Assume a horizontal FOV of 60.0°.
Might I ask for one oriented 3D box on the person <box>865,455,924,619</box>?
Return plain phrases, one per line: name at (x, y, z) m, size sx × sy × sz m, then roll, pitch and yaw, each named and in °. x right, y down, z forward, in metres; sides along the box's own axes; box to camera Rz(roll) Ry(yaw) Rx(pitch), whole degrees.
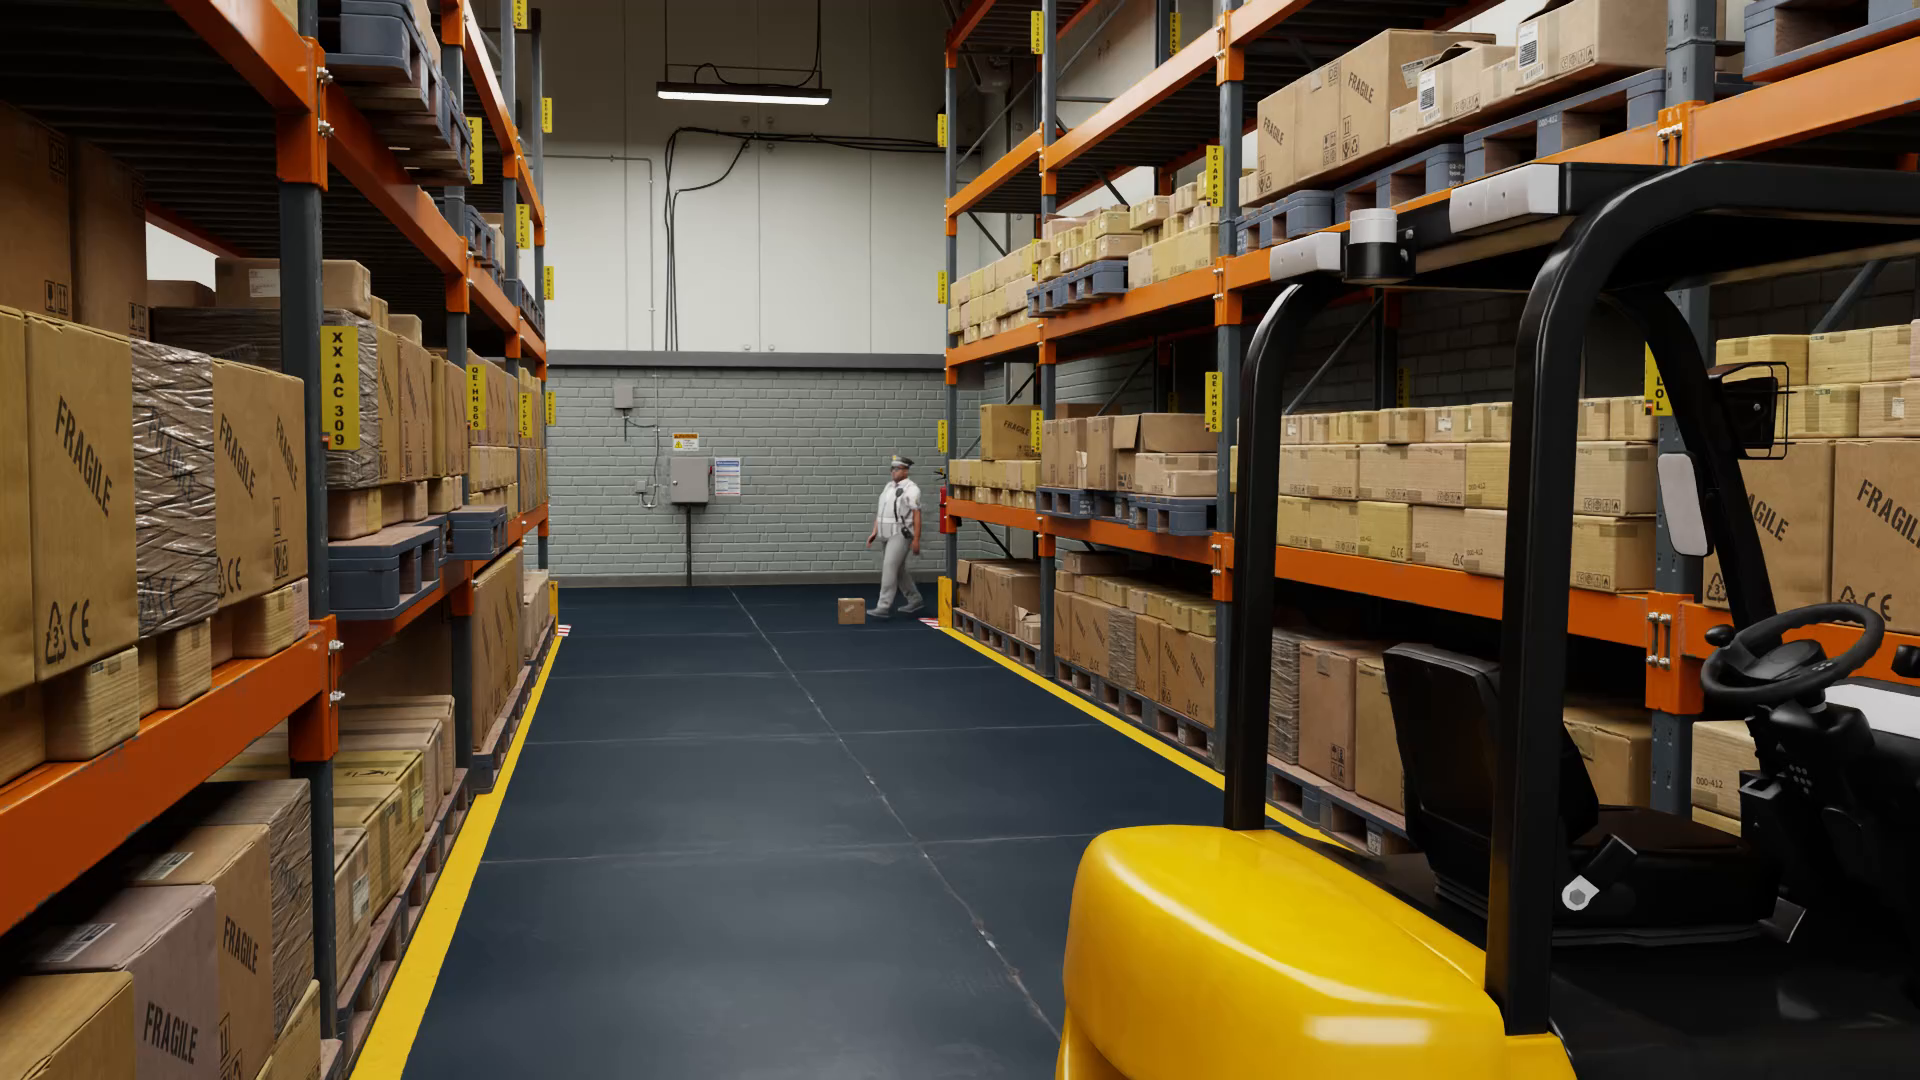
person at (-0.726, -0.045, 17.761) m, size 0.932 × 1.733 × 0.539 m, roll -2°, pitch 4°, yaw -36°
